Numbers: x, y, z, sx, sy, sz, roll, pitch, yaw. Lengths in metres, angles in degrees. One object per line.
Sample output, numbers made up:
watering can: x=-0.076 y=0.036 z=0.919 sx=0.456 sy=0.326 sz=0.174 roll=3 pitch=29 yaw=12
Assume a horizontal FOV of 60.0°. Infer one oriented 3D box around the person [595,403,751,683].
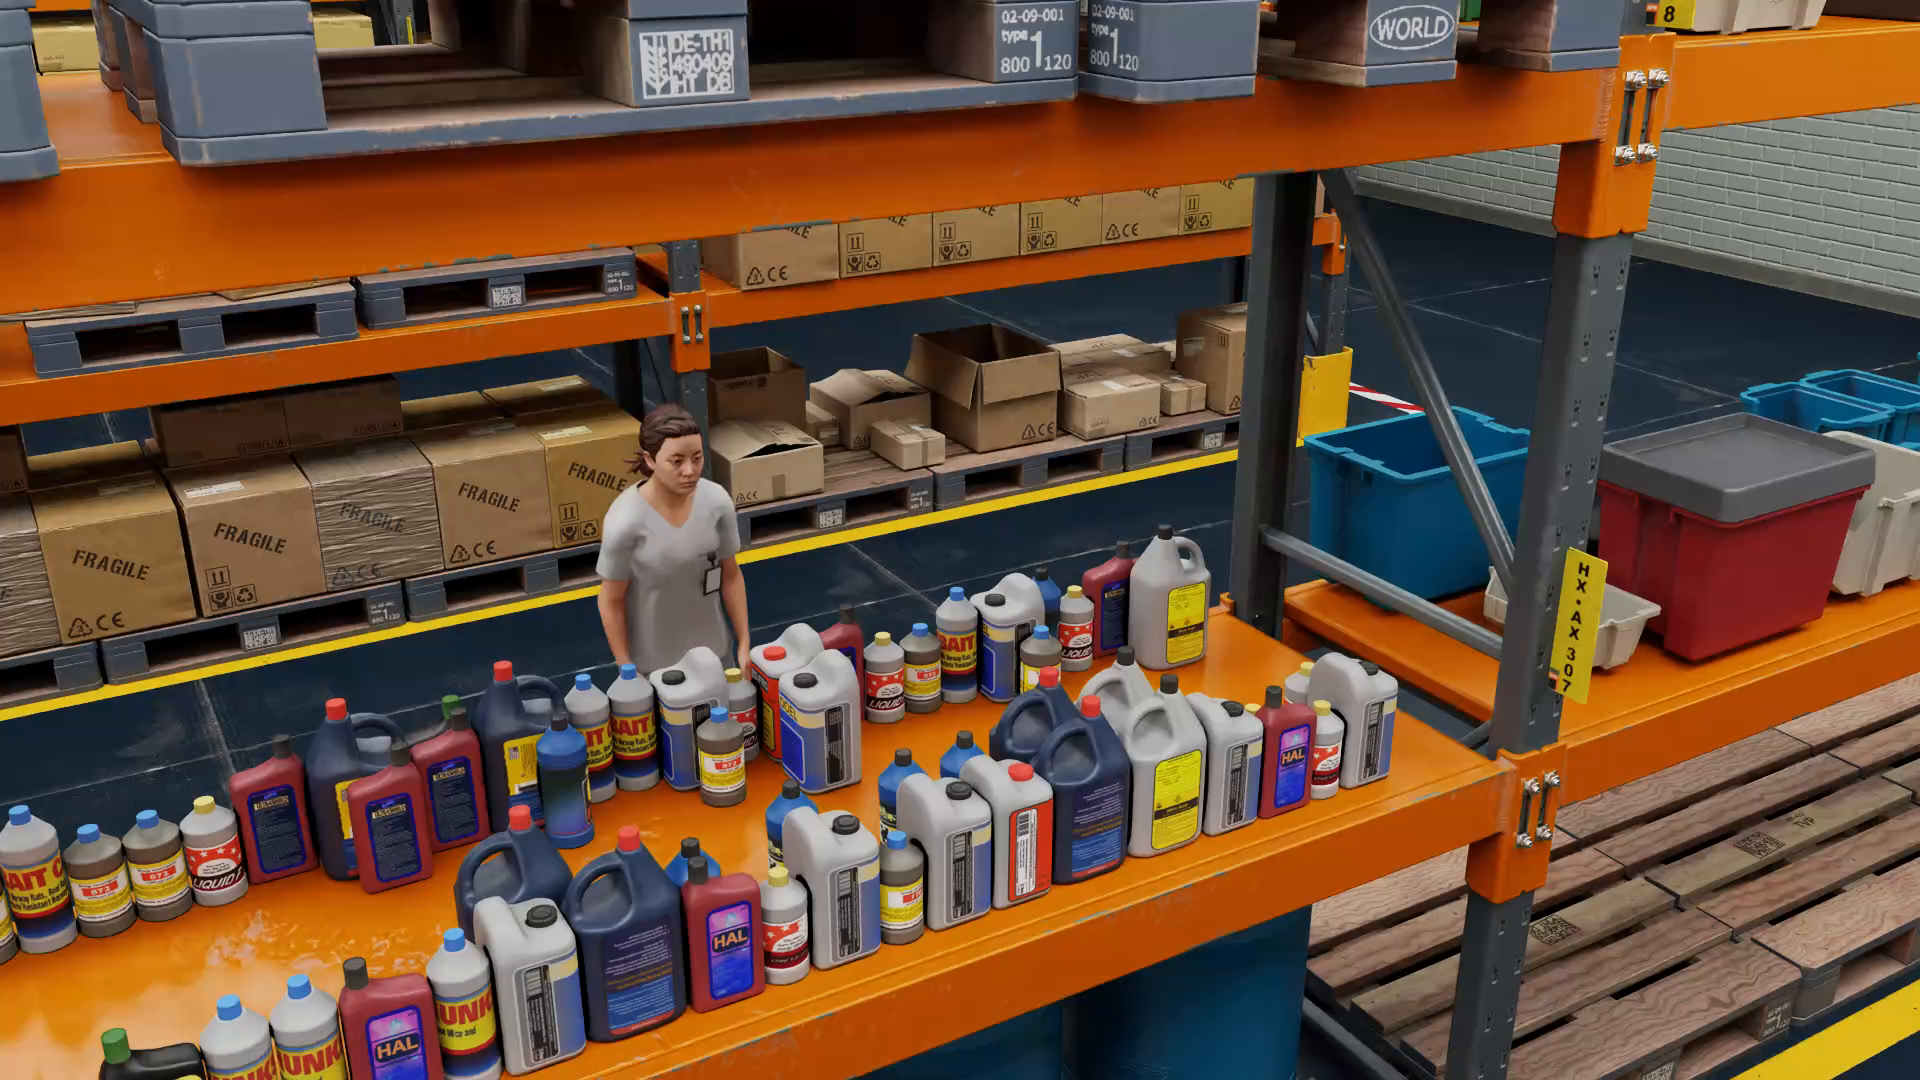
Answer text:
person: x=-0.862 y=0.384 z=5.128 sx=0.476 sy=1.675 sz=0.360 roll=-13 pitch=25 yaw=-30
